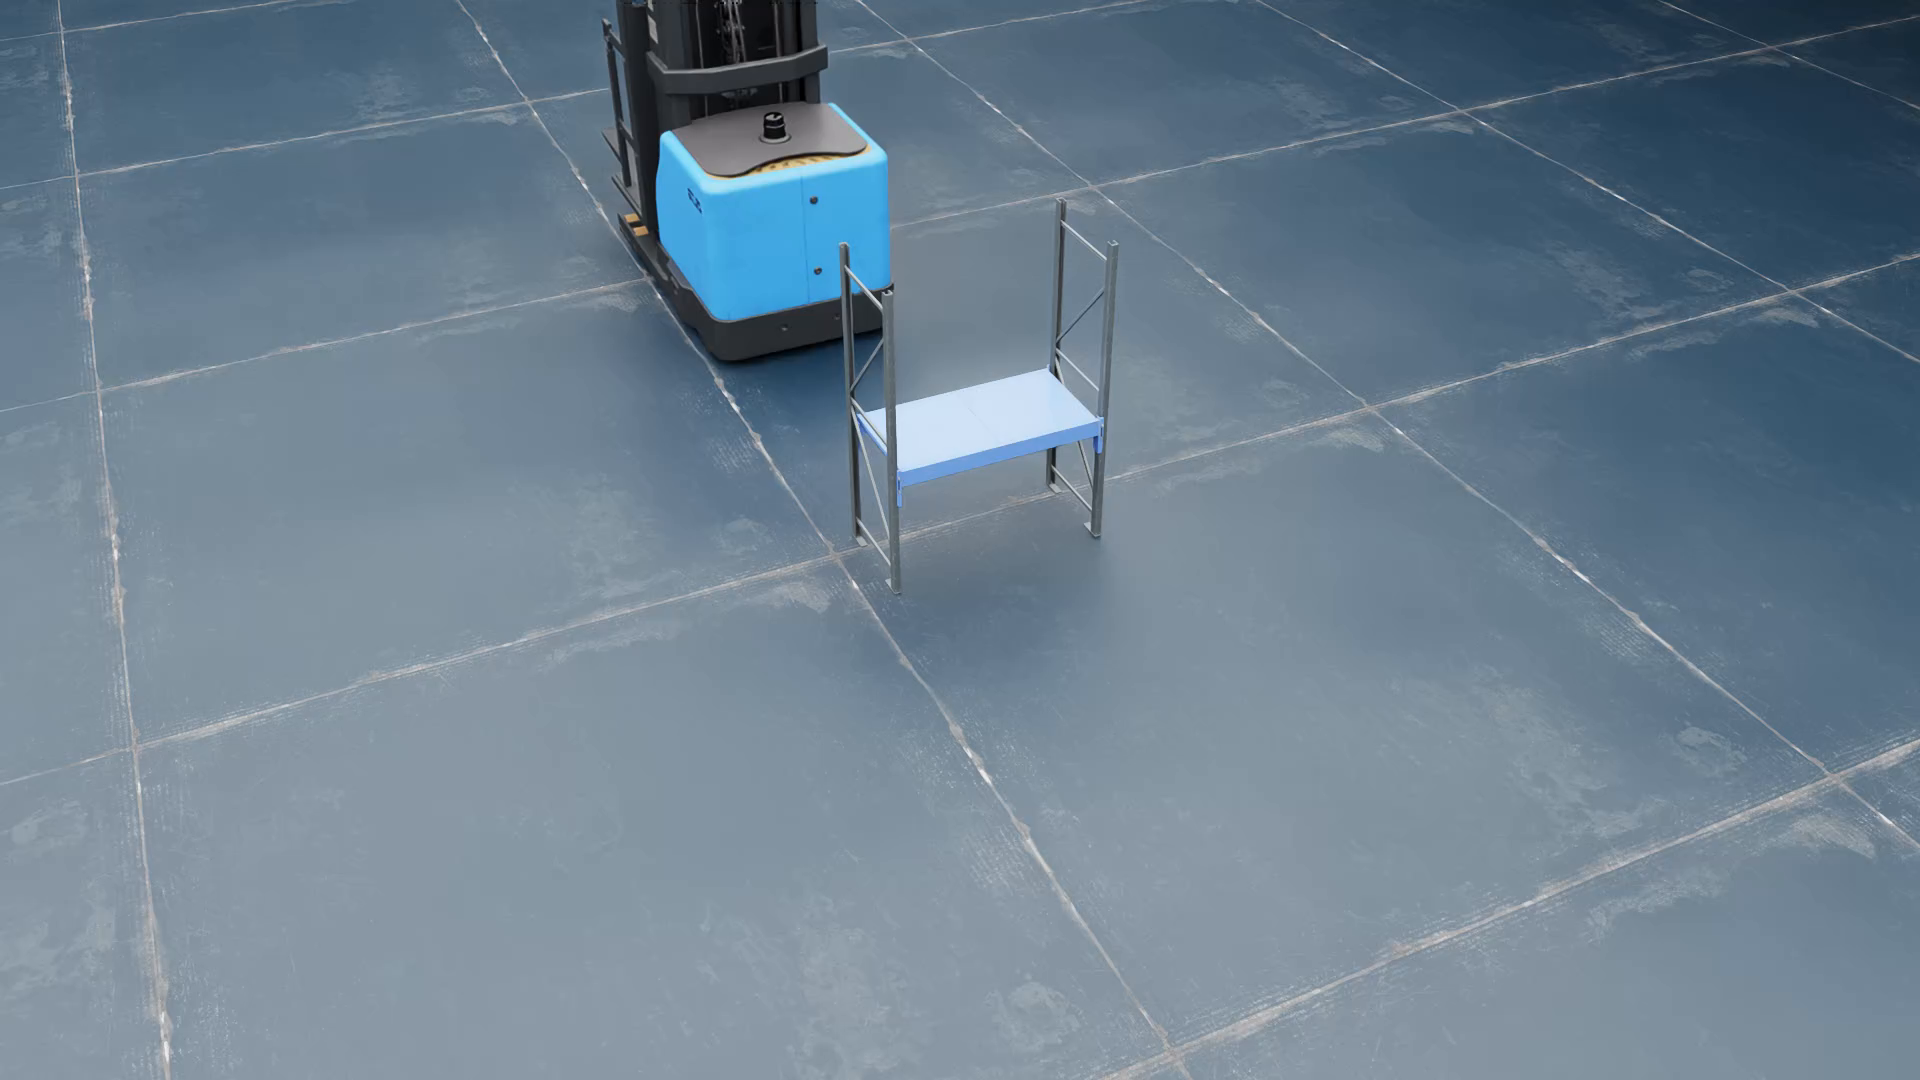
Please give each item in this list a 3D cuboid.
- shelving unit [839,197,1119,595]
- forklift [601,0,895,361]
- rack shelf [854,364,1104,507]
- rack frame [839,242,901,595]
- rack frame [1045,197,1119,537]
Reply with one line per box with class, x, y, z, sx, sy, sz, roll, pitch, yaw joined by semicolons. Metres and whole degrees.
shelving unit;0.077;-0.624;7.332;1.048;1.500;0.538;-16;39;-20
forklift;-1.444;-3.009;9.347;1.130;2.935;3.031;-15;39;-20
rack shelf;0.077;-0.480;7.439;1.000;0.185;0.538;-16;39;-20
rack frame;-0.383;-0.495;7.159;0.032;1.500;0.500;-16;39;-20
rack frame;0.537;-0.753;7.506;0.032;1.500;0.500;-16;39;-20
